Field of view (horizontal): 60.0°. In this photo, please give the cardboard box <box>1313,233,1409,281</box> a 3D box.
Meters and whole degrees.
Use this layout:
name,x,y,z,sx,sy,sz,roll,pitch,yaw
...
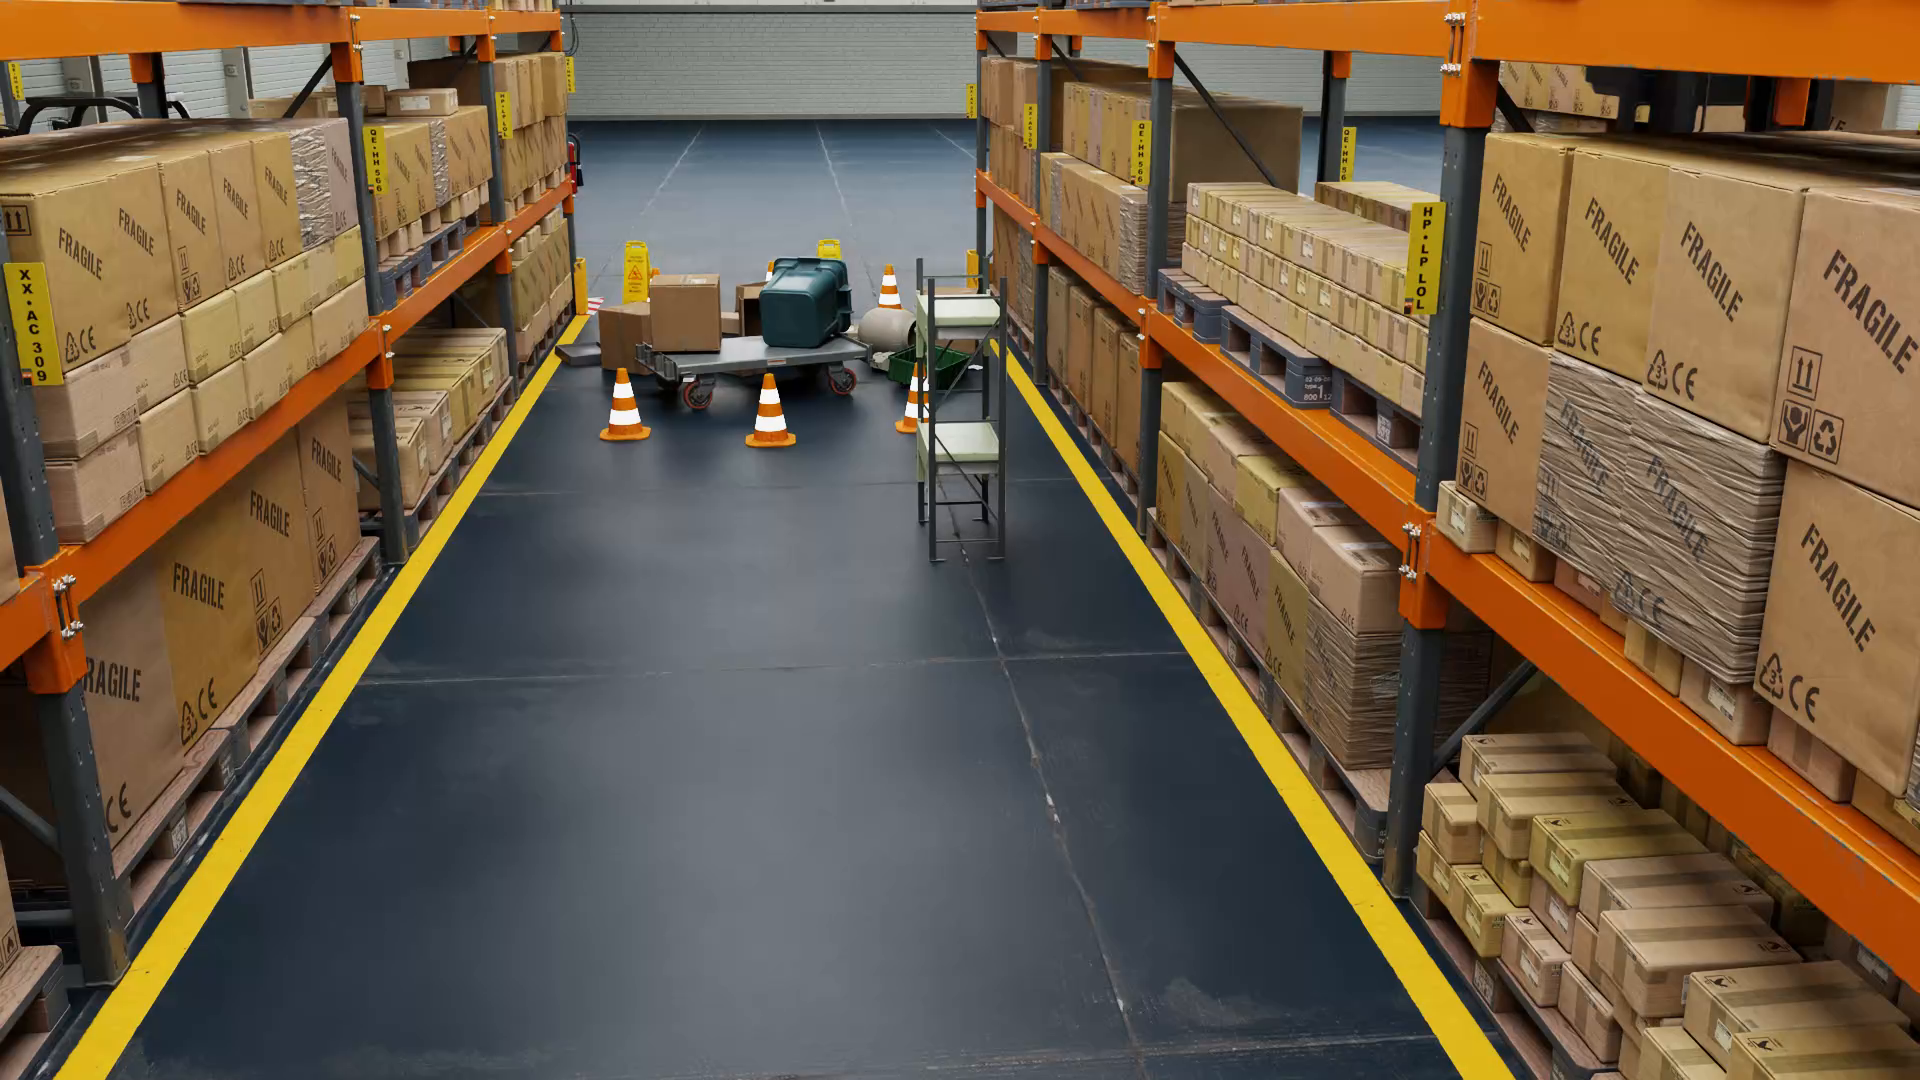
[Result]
name,x,y,z,sx,sy,sz,roll,pitch,yaw
cardboard box,1.567,-1.072,6.308,0.380,0.149,0.250,-2,18,-7

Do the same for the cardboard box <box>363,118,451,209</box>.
name,x,y,z,sx,sy,sz,roll,pitch,yaw
cardboard box,-3.403,-2.287,10.091,0.500,0.500,0.500,-2,18,-8

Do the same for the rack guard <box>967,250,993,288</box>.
name,x,y,z,sx,sy,sz,roll,pitch,yaw
rack guard,0.665,-2.675,16.863,1.175,0.500,0.348,-2,18,-6

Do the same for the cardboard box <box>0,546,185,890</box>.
name,x,y,z,sx,sy,sz,roll,pitch,yaw
cardboard box,-3.152,0.529,5.331,0.875,0.875,0.875,-1,17,-4

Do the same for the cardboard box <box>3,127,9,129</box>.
name,x,y,z,sx,sy,sz,roll,pitch,yaw
cardboard box,-8.871,-3.432,14.935,0.500,0.500,0.500,-2,18,-7

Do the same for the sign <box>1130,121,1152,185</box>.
name,x,y,z,sx,sy,sz,roll,pitch,yaw
sign,0.941,-2.011,8.643,0.100,0.325,0.005,-2,18,-6

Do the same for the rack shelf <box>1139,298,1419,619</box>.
name,x,y,z,sx,sy,sz,roll,pitch,yaw
rack shelf,1.699,-0.538,7.084,1.077,0.370,4.000,-2,18,-6

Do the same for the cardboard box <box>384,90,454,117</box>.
name,x,y,z,sx,sy,sz,roll,pitch,yaw
cardboard box,-3.425,-2.769,10.541,0.380,0.149,0.250,-3,18,-8

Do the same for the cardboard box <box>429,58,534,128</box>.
name,x,y,z,sx,sy,sz,roll,pitch,yaw
cardboard box,-3.694,-3.443,12.803,0.700,0.500,0.500,-2,18,-5

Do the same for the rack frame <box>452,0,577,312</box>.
name,x,y,z,sx,sy,sz,roll,pitch,yaw
rack frame,-4.246,-3.677,15.883,1.000,3.000,0.127,-2,18,-6

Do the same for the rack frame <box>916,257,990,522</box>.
name,x,y,z,sx,sy,sz,roll,pitch,yaw
rack frame,-0.038,-0.827,9.306,0.400,1.500,0.023,-2,18,-6

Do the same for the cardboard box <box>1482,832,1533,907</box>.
name,x,y,z,sx,sy,sz,roll,pitch,yaw
cardboard box,1.739,0.923,4.791,0.380,0.149,0.250,-2,18,-5

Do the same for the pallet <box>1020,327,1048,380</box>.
name,x,y,z,sx,sy,sz,roll,pitch,yaw
pallet,1.079,-1.567,13.817,1.003,0.211,1.213,-2,18,-6

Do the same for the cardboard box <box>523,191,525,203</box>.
name,x,y,z,sx,sy,sz,roll,pitch,yaw
cardboard box,-3.732,-2.775,13.427,0.380,0.149,0.250,-2,18,-6

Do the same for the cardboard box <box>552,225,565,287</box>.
name,x,y,z,sx,sy,sz,roll,pitch,yaw
cardboard box,-3.847,-2.538,14.890,0.500,0.500,0.500,-1,17,-4

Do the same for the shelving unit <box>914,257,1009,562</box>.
name,x,y,z,sx,sy,sz,roll,pitch,yaw
shelving unit,-0.001,-0.718,8.959,0.431,1.500,0.755,-2,18,-6

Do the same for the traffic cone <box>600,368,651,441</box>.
name,x,y,z,sx,sy,sz,roll,pitch,yaw
traffic cone,-2.313,-0.949,11.428,0.336,0.463,0.334,-2,18,-6

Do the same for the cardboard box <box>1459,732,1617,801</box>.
name,x,y,z,sx,sy,sz,roll,pitch,yaw
cardboard box,1.734,0.700,5.006,0.380,0.149,0.250,-1,17,-3

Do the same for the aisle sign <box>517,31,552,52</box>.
name,x,y,z,sx,sy,sz,roll,pitch,yaw
aisle sign,-3.964,-4.945,15.581,0.394,0.787,0.004,-2,18,-6

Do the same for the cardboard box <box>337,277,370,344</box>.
name,x,y,z,sx,sy,sz,roll,pitch,yaw
cardboard box,-3.110,-1.080,7.859,0.500,0.250,0.500,-2,18,-8

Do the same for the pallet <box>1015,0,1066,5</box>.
name,x,y,z,sx,sy,sz,roll,pitch,yaw
pallet,1.006,-4.302,13.011,1.003,0.211,1.213,-2,18,-6

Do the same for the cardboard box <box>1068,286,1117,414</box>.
name,x,y,z,sx,sy,sz,roll,pitch,yaw
cardboard box,1.329,-1.326,11.448,1.050,0.750,0.750,-2,18,-6

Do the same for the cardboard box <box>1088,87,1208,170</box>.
name,x,y,z,sx,sy,sz,roll,pitch,yaw
cardboard box,1.244,-2.742,11.067,0.700,0.500,0.500,-2,18,-5

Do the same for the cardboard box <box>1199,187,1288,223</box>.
name,x,y,z,sx,sy,sz,roll,pitch,yaw
cardboard box,1.378,-1.618,8.047,0.380,0.149,0.250,-2,18,-7

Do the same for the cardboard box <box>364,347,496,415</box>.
name,x,y,z,sx,sy,sz,roll,pitch,yaw
cardboard box,-3.699,-1.062,11.238,0.950,0.372,0.625,-1,17,-2

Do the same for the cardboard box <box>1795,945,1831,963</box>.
name,x,y,z,sx,sy,sz,roll,pitch,yaw
cardboard box,2.313,1.129,4.134,0.380,0.149,0.250,-1,17,-4

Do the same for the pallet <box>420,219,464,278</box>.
name,x,y,z,sx,sy,sz,roll,pitch,yaw
pallet,-3.666,-1.791,10.194,1.003,0.211,1.213,-2,18,-6

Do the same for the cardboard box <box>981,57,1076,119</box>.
name,x,y,z,sx,sy,sz,roll,pitch,yaw
cardboard box,0.667,-4.335,15.926,0.875,0.550,0.550,-2,18,-6

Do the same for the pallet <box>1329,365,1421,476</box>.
name,x,y,z,sx,sy,sz,roll,pitch,yaw
pallet,1.971,-0.426,5.846,1.003,0.211,1.213,-2,18,-6

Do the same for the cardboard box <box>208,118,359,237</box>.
name,x,y,z,sx,sy,sz,roll,pitch,yaw
cardboard box,-3.107,-1.673,7.661,0.500,0.500,0.500,-2,18,-7

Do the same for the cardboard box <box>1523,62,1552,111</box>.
name,x,y,z,sx,sy,sz,roll,pitch,yaw
cardboard box,5.494,-4.180,15.150,0.500,0.500,0.500,-2,18,-6

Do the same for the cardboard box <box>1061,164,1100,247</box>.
name,x,y,z,sx,sy,sz,roll,pitch,yaw
cardboard box,0.968,-2.252,11.176,0.500,0.500,0.500,-2,18,-6

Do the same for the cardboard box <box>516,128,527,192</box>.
name,x,y,z,sx,sy,sz,roll,pitch,yaw
cardboard box,-3.676,-2.964,12.946,0.500,0.500,0.500,-2,18,-6

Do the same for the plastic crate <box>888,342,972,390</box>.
name,x,y,z,sx,sy,sz,roll,pitch,yaw
plastic crate,-0.241,-1.366,13.118,0.450,0.188,0.662,18,23,19

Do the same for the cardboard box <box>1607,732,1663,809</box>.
name,x,y,z,sx,sy,sz,roll,pitch,yaw
cardboard box,2.201,0.689,5.041,0.380,0.149,0.250,-1,17,-4

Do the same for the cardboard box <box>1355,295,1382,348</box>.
name,x,y,z,sx,sy,sz,roll,pitch,yaw
cardboard box,1.616,-0.773,5.852,0.380,0.149,0.250,-1,17,-3

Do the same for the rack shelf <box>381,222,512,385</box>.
name,x,y,z,sx,sy,sz,roll,pitch,yaw
rack shelf,-3.627,-1.547,10.297,1.077,0.370,4.000,-2,18,-6

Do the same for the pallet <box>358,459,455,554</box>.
name,x,y,z,sx,sy,sz,roll,pitch,yaw
pallet,-3.500,-0.196,9.450,1.003,0.211,1.213,-2,18,-6

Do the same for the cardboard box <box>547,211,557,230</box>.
name,x,y,z,sx,sy,sz,roll,pitch,yaw
cardboard box,-3.776,-2.820,14.707,0.380,0.149,0.250,-1,17,-5

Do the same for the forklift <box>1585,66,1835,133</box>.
name,x,y,z,sx,sy,sz,roll,pitch,yaw
forklift,4.281,-1.745,9.843,1.130,2.935,3.031,1,17,2

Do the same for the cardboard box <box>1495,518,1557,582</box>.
name,x,y,z,sx,sy,sz,roll,pitch,yaw
cardboard box,1.709,0.004,4.577,0.380,0.149,0.250,-1,17,-4

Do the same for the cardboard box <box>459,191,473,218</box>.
name,x,y,z,sx,sy,sz,roll,pitch,yaw
cardboard box,-3.404,-2.191,10.866,0.380,0.149,0.250,-2,18,-5

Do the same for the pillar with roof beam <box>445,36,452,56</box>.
name,x,y,z,sx,sy,sz,roll,pitch,yaw
pillar with roof beam,-8.820,-15.221,42.636,9.100,9.000,0.400,-2,18,-6

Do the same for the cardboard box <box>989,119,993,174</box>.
name,x,y,z,sx,sy,sz,roll,pitch,yaw
cardboard box,0.751,-3.823,16.096,0.875,0.550,0.550,-2,18,-6

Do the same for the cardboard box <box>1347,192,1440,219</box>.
name,x,y,z,sx,sy,sz,roll,pitch,yaw
cardboard box,2.050,-1.557,7.852,0.380,0.149,0.250,-1,17,-4

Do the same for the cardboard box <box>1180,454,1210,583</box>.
name,x,y,z,sx,sy,sz,roll,pitch,yaw
cardboard box,1.367,-0.116,8.012,0.500,0.500,0.500,-2,17,-5

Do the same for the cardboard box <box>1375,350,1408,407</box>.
name,x,y,z,sx,sy,sz,roll,pitch,yaw
cardboard box,1.640,-0.555,5.657,0.380,0.149,0.250,-2,18,-5

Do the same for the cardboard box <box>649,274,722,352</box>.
name,x,y,z,sx,sy,sz,roll,pitch,yaw
cardboard box,-2.066,-1.718,12.551,0.500,0.500,0.500,-2,18,-6

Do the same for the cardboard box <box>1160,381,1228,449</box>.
name,x,y,z,sx,sy,sz,roll,pitch,yaw
cardboard box,1.323,-0.630,8.395,0.500,0.250,0.500,-3,18,-8

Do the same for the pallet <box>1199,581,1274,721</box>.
name,x,y,z,sx,sy,sz,roll,pitch,yaw
pallet,1.694,0.449,7.395,1.003,0.211,1.213,-2,18,-6

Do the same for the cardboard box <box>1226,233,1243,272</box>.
name,x,y,z,sx,sy,sz,roll,pitch,yaw
cardboard box,1.430,-1.314,7.576,0.380,0.149,0.250,-2,18,-5

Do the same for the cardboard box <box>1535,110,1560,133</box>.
name,x,y,z,sx,sy,sz,roll,pitch,yaw
cardboard box,5.820,-3.713,15.332,0.875,0.500,0.500,-2,18,-6

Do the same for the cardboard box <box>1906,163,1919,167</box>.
name,x,y,z,sx,sy,sz,roll,pitch,yaw
cardboard box,2.320,-0.513,3.472,0.500,0.500,0.500,-1,17,-4

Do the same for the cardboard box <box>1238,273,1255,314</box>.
name,x,y,z,sx,sy,sz,roll,pitch,yaw
cardboard box,1.453,-1.098,7.385,0.380,0.149,0.250,-1,17,-4

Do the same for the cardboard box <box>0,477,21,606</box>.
name,x,y,z,sx,sy,sz,roll,pitch,yaw
cardboard box,-2.706,-0.020,4.065,0.500,0.500,0.500,-2,18,-5

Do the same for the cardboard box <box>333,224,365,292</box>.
name,x,y,z,sx,sy,sz,roll,pitch,yaw
cardboard box,-3.118,-1.324,7.804,0.500,0.250,0.500,-2,18,-6

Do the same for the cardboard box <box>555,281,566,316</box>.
name,x,y,z,sx,sy,sz,roll,pitch,yaw
cardboard box,-3.849,-2.179,14.999,0.500,0.250,0.500,-2,18,-5
